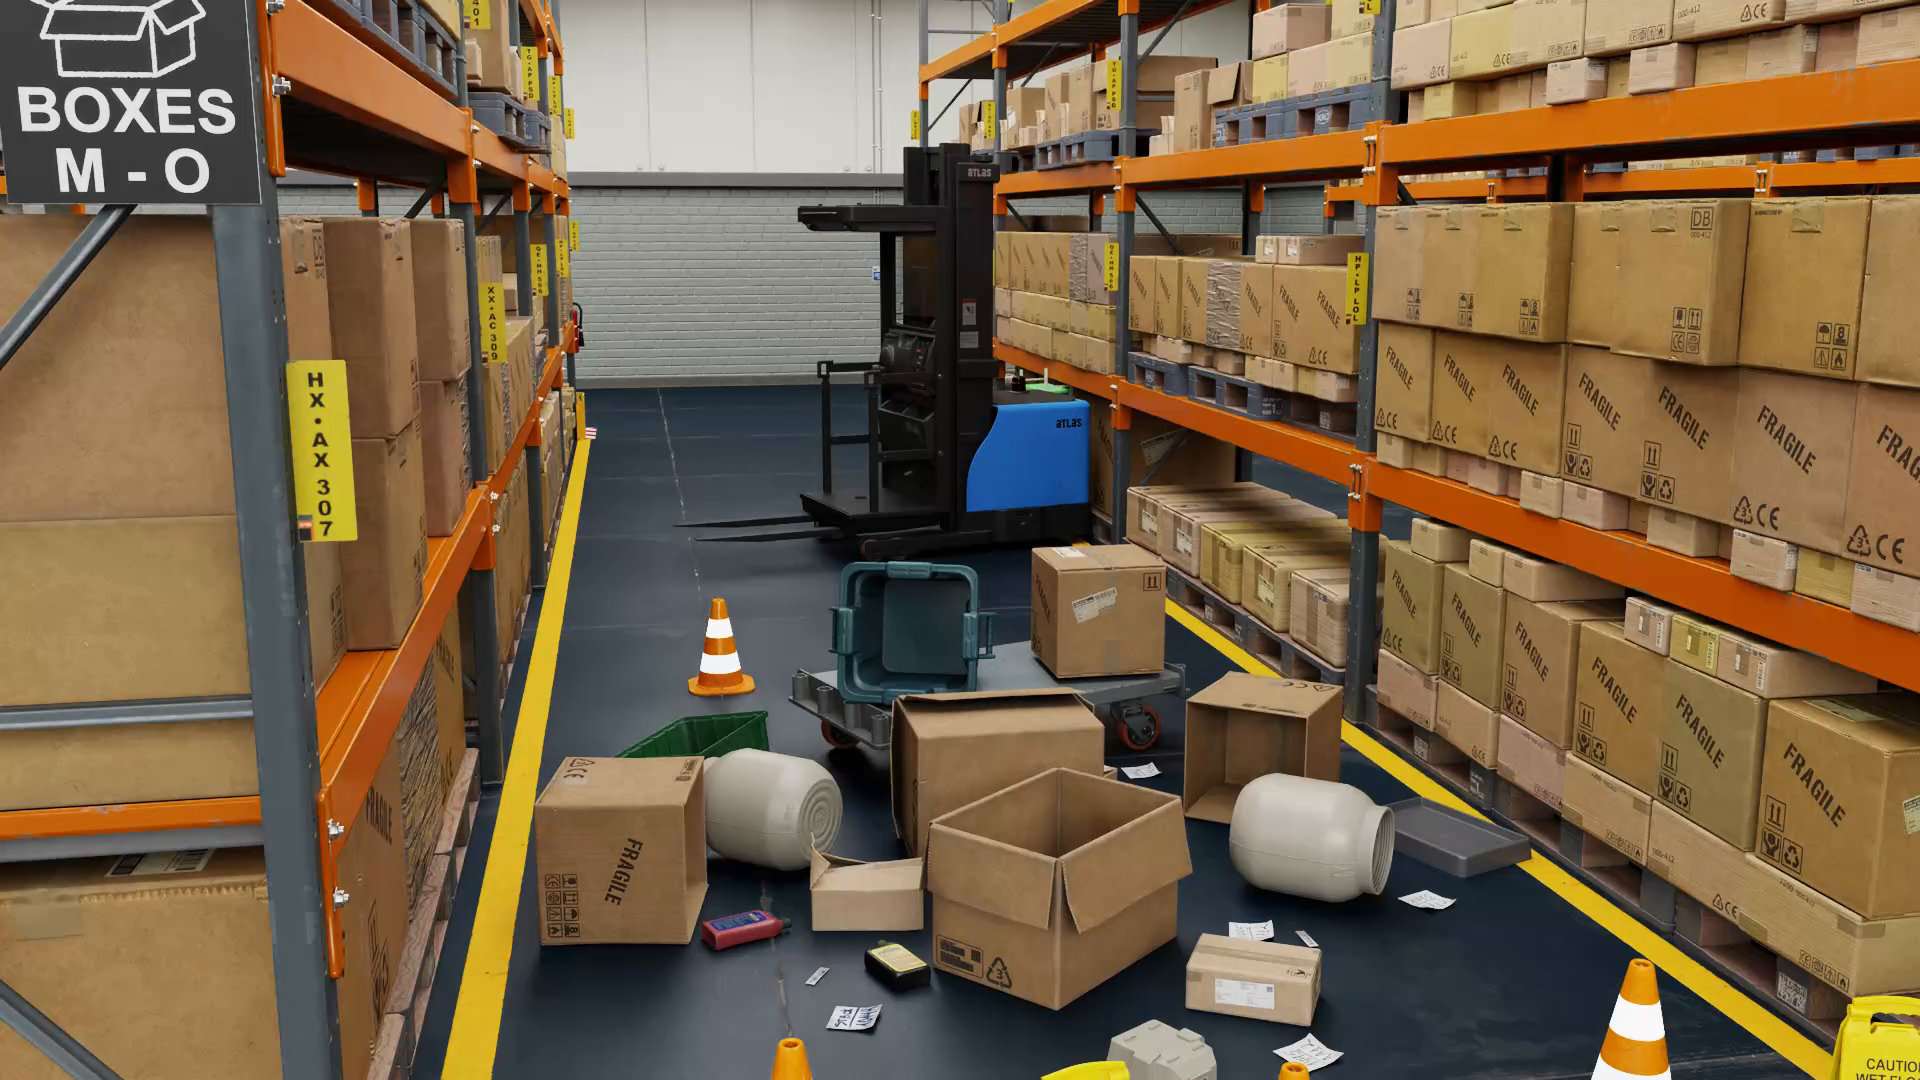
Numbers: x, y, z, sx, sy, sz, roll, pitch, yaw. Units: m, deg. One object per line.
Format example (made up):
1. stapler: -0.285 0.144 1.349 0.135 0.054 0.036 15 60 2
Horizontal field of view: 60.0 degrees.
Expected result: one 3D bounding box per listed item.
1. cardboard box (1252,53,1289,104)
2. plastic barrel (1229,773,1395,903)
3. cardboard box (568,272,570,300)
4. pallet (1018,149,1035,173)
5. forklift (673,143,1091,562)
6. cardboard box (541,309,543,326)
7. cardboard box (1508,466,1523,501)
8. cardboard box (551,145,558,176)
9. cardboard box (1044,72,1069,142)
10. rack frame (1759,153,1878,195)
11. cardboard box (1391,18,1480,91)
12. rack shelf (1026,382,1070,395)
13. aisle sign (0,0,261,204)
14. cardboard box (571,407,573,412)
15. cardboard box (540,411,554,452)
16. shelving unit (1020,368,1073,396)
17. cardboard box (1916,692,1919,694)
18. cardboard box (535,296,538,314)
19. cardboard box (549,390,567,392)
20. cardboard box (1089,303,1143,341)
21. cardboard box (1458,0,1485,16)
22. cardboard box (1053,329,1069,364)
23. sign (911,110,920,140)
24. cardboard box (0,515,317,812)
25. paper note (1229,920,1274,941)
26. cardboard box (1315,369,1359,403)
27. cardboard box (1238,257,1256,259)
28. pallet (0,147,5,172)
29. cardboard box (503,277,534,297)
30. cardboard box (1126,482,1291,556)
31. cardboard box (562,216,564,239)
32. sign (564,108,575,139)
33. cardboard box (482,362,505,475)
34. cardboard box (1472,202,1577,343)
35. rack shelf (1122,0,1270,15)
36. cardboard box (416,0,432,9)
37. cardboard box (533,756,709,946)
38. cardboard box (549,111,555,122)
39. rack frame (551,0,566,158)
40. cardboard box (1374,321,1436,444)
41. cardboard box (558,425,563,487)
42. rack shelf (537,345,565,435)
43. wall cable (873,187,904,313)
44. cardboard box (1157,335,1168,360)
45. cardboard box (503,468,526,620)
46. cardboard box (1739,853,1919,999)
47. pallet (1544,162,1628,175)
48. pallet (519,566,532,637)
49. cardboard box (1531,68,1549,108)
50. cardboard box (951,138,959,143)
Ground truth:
1. cardboard box: 1.922 -2.502 9.074 0.500 0.250 0.500 -2 11 -10
2. plastic barrel: 1.261 1.068 5.952 0.512 0.421 0.421 6 12 28
3. cardboard box: -4.365 -2.637 17.467 0.500 0.500 0.500 -2 11 -12
4. pallet: 1.040 -3.288 14.437 0.805 0.209 1.217 -3 11 -13
5. forklift: -0.571 -1.392 12.171 3.031 2.935 1.130 -5 12 -24
6. cardboard box: -3.751 -1.893 14.170 0.380 0.149 0.250 -2 11 -12
7. cardboard box: 2.394 -0.228 6.544 0.380 0.149 0.250 -2 11 -11
8. cardboard box: -3.853 -3.370 14.761 0.500 0.250 0.500 -2 11 -8
9. cardboard box: 0.964 -3.383 13.033 0.500 0.500 0.500 -2 11 -10
10. rack frame: 6.460 -1.522 12.671 1.000 3.000 0.127 -2 11 -11
11. cardboard box: 2.187 -2.063 7.094 0.500 0.250 0.500 -2 11 -12
12. rack shelf: 0.688 -1.160 13.321 0.258 0.148 0.480 -5 13 -21
13. aisle sign: -1.380 -0.950 2.713 0.394 0.787 0.004 -2 11 -11
14. cardboard box: -4.418 -1.475 18.130 0.380 0.149 0.250 -2 11 -13
15. cardboard box: -3.323 -0.809 12.479 0.500 0.250 0.500 -2 11 -11
16. shelving unit: 0.692 -0.753 13.412 0.258 1.200 0.503 -5 13 -21
17. cardboard box: 3.257 0.740 5.011 0.500 0.500 0.500 -3 11 -13
18. cardboard box: -3.596 -1.895 13.385 0.380 0.149 0.250 -2 11 -13
19. cardboard box: -4.293 -1.479 17.355 0.380 0.149 0.250 -3 11 -13
20. cardboard box: 1.248 -1.592 12.105 0.500 0.250 0.500 -2 11 -11
21. cardboard box: 2.232 -2.184 6.666 0.380 0.149 0.250 -2 11 -13
22. cardboard box: 1.042 -1.537 13.149 0.500 0.250 0.500 -2 11 -12
23. sign: -0.510 -4.731 18.958 0.100 0.325 0.005 -2 11 -11
24. cardboard box: -1.805 0.185 3.302 0.875 0.550 0.550 -2 11 -11
25. paper note: 0.993 1.328 5.667 0.148 0.019 0.142 2 11 9
26. cardboard box: 1.999 -0.775 8.292 0.380 0.149 0.250 -2 11 -10
27. cardboard box: 2.064 -1.575 10.762 0.500 0.500 0.500 -2 11 -12
28. pallet: -9.290 -3.518 15.372 1.003 0.211 1.213 -2 11 -11
29. cardboard box: -3.556 -1.995 13.111 0.380 0.149 0.250 -2 11 -13
30. cardboard box: 1.692 -0.152 11.379 0.950 0.372 0.625 -3 11 -15
31. cardboard box: -4.153 -2.936 16.364 0.500 0.500 0.500 -3 11 -13
32. sign: -4.252 -4.535 18.109 0.100 0.325 0.005 -2 11 -11
33. cardboard box: -2.305 -0.564 7.371 0.500 0.500 0.500 -2 11 -10
34. cardboard box: 2.391 -1.018 6.283 0.700 0.500 0.500 -2 11 -12
35. rack shelf: 1.981 -3.371 9.336 1.077 0.370 4.000 -2 11 -11
36. cardboard box: -1.884 -1.773 5.248 0.380 0.149 0.250 -2 11 -10
37. cardboard box: -1.158 1.065 5.755 0.500 0.500 0.500 0 11 -1
38. cardboard box: -4.050 -4.022 15.782 0.380 0.149 0.250 -2 11 -8
39. rack frame: -4.800 -5.557 17.824 1.000 3.000 0.127 -2 11 -11
40. cardboard box: 2.182 -0.712 7.351 0.500 0.500 0.500 -2 11 -11
41. cardboard box: -3.631 -0.728 14.060 0.500 0.500 0.500 -2 11 -12
42. rack shelf: -3.633 -1.156 12.671 1.077 0.370 4.000 -2 11 -11
43. wall cable: -1.084 -4.356 24.759 0.585 1.953 0.123 -2 11 -11
44. cardboard box: 1.502 -1.253 10.804 0.380 0.149 0.250 -3 11 -15
45. cardboard box: -3.041 0.032 9.402 1.050 0.750 0.750 -2 11 -10
46. cardboard box: 2.722 1.128 4.979 0.500 0.250 0.500 -2 11 -11
47. pallet: 5.944 -3.325 14.622 1.213 0.211 1.003 -2 11 -11
48. pallet: -3.165 0.375 10.163 1.003 0.211 1.213 -2 11 -11
49. cardboard box: 2.393 -1.703 6.272 0.380 0.149 0.250 -2 11 -13
50. cardboard box: 0.211 -4.384 18.697 0.500 0.250 0.500 -3 11 -16
